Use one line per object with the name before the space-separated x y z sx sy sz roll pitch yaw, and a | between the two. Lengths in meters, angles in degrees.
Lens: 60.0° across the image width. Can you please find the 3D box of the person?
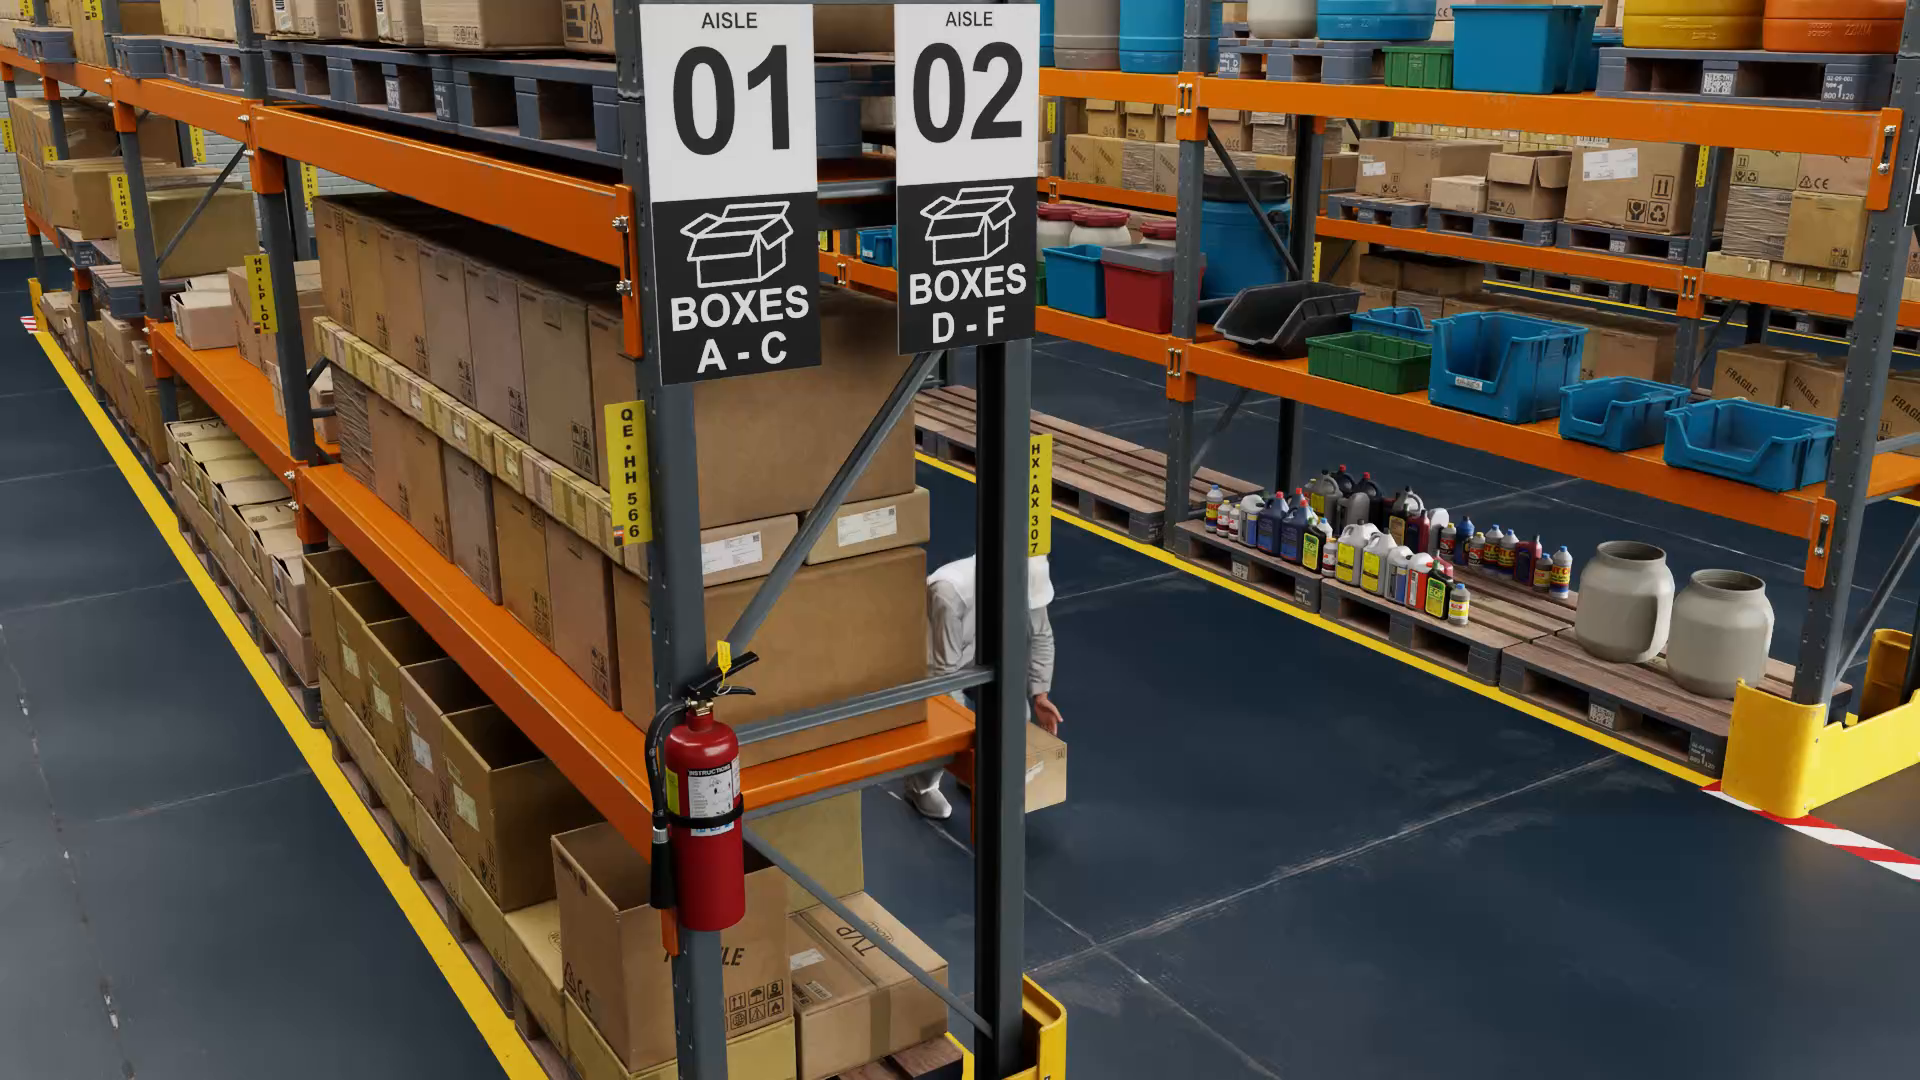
person | 0.037 0.519 6.765 0.474 1.249 0.837 -11 21 -32
